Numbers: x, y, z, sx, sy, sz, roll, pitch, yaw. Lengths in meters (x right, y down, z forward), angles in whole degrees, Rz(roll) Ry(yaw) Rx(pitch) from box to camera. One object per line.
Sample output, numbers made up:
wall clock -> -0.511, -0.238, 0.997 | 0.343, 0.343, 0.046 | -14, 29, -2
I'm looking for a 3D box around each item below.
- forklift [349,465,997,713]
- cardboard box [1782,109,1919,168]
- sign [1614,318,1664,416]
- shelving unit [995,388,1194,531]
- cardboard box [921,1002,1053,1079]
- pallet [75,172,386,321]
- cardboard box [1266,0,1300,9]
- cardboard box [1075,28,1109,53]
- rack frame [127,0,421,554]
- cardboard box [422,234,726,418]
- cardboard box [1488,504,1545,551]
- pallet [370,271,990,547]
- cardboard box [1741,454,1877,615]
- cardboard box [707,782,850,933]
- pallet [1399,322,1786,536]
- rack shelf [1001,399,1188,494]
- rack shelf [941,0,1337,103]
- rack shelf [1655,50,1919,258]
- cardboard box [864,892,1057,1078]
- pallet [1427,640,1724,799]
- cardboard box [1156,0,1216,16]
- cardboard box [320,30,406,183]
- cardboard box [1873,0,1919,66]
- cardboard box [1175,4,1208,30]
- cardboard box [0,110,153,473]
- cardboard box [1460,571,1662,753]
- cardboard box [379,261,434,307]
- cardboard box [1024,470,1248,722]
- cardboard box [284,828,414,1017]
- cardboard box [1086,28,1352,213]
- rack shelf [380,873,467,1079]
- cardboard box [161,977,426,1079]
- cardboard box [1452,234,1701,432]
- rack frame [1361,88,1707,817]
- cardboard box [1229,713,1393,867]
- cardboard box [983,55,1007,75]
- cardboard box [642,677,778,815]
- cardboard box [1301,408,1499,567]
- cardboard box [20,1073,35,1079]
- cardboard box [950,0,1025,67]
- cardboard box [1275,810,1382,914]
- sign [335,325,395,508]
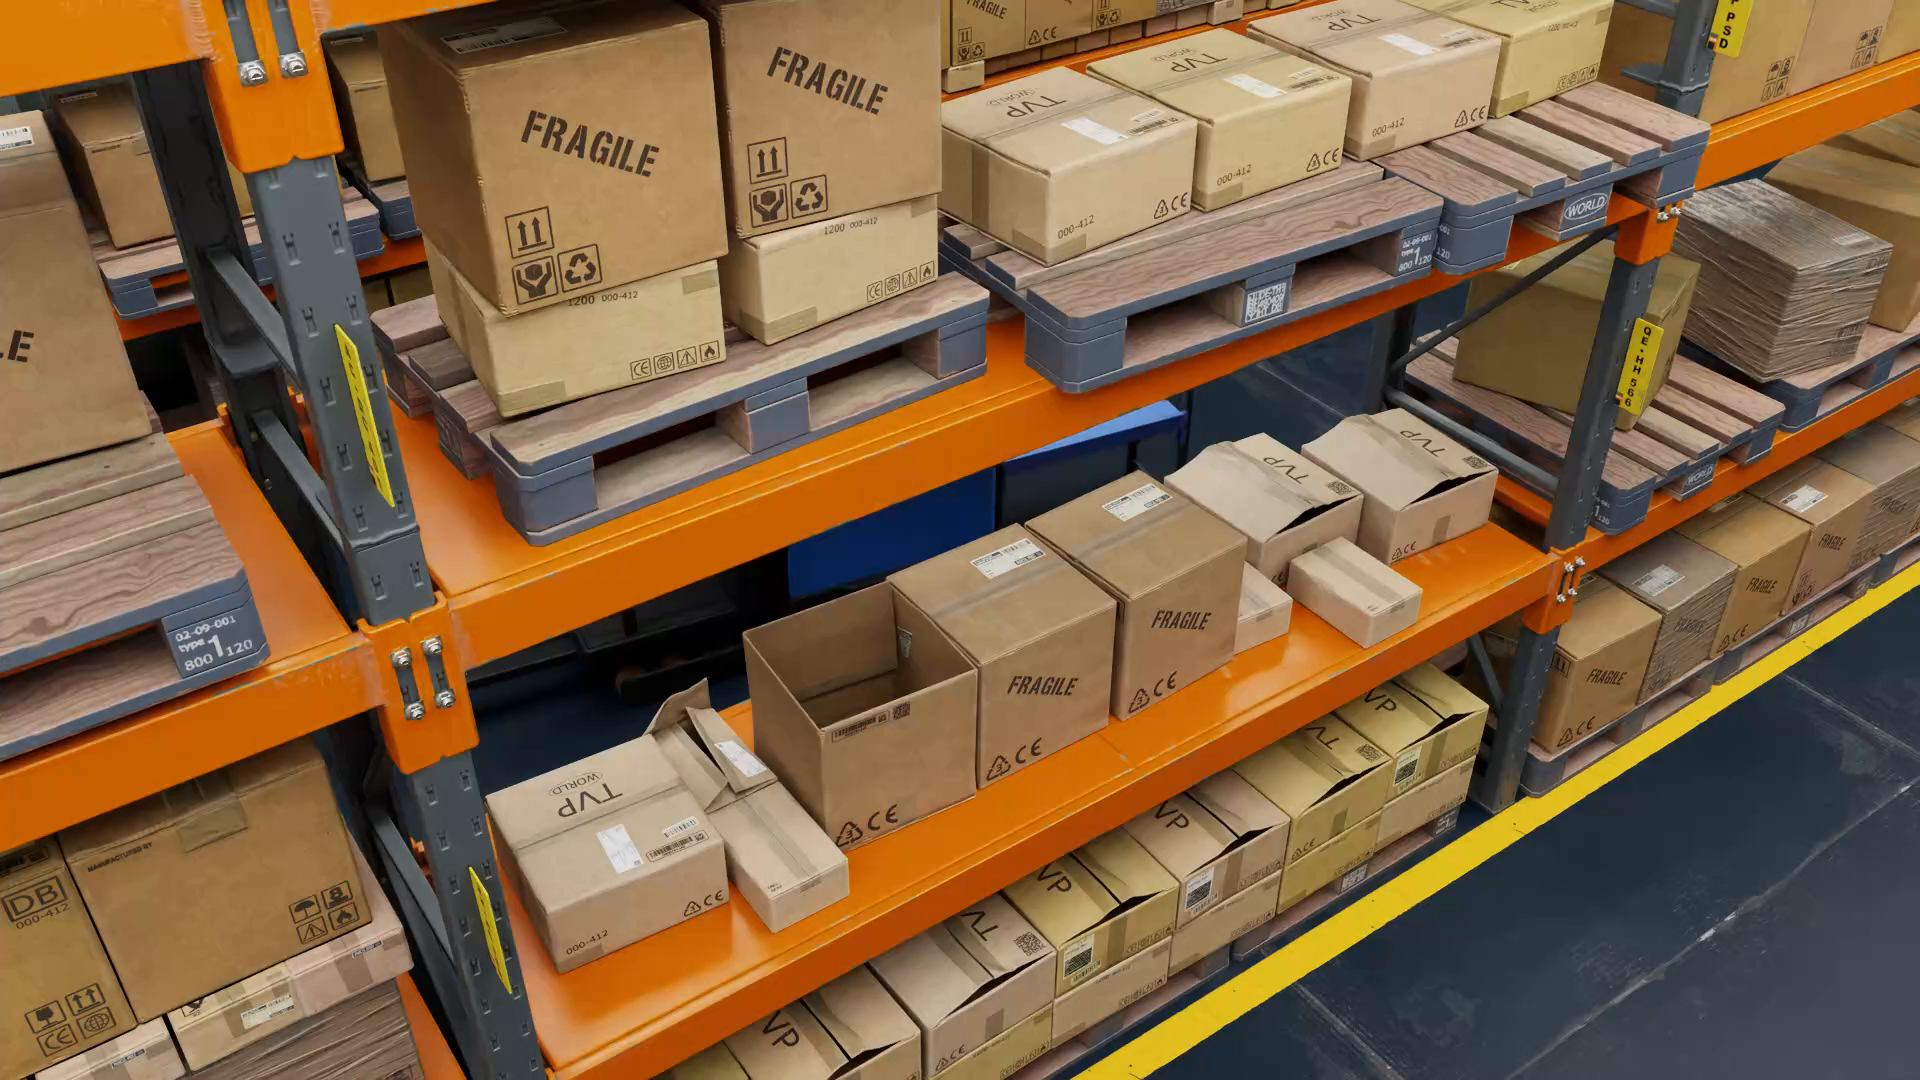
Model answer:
forklift -> -1.379, -0.831, 6.895 | 3.031, 2.935, 1.130 | -16, 39, -21
cardboard box -> 4.140, -1.605, 7.467 | 0.500, 0.500, 0.700 | -16, 39, -21
sign -> 2.235, -0.569, 5.480 | 0.005, 0.325, 0.100 | -22, 41, -28
shelving unit -> 0.533, -0.694, 7.931 | 1.048, 1.500, 0.538 | -16, 39, -21
cardboard box -> -0.044, 1.565, 5.501 | 0.500, 0.250, 0.500 | -24, 42, -29
pallet -> -3.505, -1.490, 7.916 | 1.213, 0.211, 1.003 | -22, 41, -28
cardboard box -> 2.019, -3.632, 10.929 | 0.250, 0.149, 0.380 | -22, 41, -27
cardboard box -> 0.706, -3.153, 10.263 | 0.250, 0.149, 0.380 | -22, 41, -28
rack frame -> -1.357, -1.452, 2.562 | 0.127, 3.000, 1.000 | -22, 41, -28
cardboard box -> -0.848, -0.547, 3.641 | 0.500, 0.250, 0.500 | -18, 39, -23
cardboard box -> 2.542, 0.047, 7.379 | 0.500, 0.500, 0.500 | -21, 41, -26
pallet -> -0.644, -0.460, 3.915 | 1.217, 0.209, 0.805 | -24, 42, -30
cardboard box -> 3.710, -0.066, 7.537 | 0.500, 0.500, 0.500 | -24, 42, -29
cardboard box -> -0.515, 0.885, 4.666 | 0.250, 0.149, 0.380 | -22, 41, -28
pallet -> 2.426, -0.546, 6.604 | 1.003, 0.211, 1.213 | -22, 41, -28
rack shelf -> 0.533, -0.548, 8.036 | 1.000, 0.185, 0.538 | -16, 39, -21
rack shelf -> 0.691, -3.106, 10.616 | 4.000, 0.370, 1.077 | -22, 41, -28
rack shelf -> 3.547, -1.961, 6.454 | 4.000, 0.370, 1.077 | -22, 41, -28
cardboard box -> -0.041, 1.341, 5.332 | 0.500, 0.311, 0.500 | -24, 42, -29
pallet -> 2.545, 0.537, 7.323 | 1.213, 0.211, 1.003 | -22, 41, -28
cardboard box -> 1.266, -3.623, 10.361 | 0.500, 0.500, 0.500 | -22, 41, -28
cardboard box -> -2.797, -2.175, 8.243 | 0.500, 0.500, 0.700 | -17, 39, -22
cardboard box -> 3.092, -2.130, 5.988 | 0.500, 0.500, 0.910 | -22, 41, -28
cardboard box -> 1.362, -3.399, 10.605 | 0.250, 0.149, 0.380 | -22, 41, -28
cardboard box -> -1.921, -0.459, 3.185 | 0.500, 0.500, 0.500 | -19, 40, -24
cardboard box -> 2.449, 0.457, 6.809 | 0.500, 0.500, 0.500 | -21, 41, -26
cardboard box -> -2.841, -1.430, 8.791 | 0.500, 0.250, 0.500 | -24, 42, -29
cardboard box -> 0.550, 0.169, 5.360 | 0.500, 0.500, 0.500 | -25, 42, -30
cardboard box -> -1.456, 0.873, 3.826 | 0.250, 0.149, 0.380 | -22, 41, -28
cardboard box -> 0.682, -1.138, 4.463 | 0.500, 0.250, 0.500 | -23, 42, -29
rack shelf -> -2.992, 1.948, 3.589 | 4.000, 0.370, 1.077 | -22, 41, -28
cardboard box -> -1.716, 1.095, 4.073 | 0.500, 0.500, 0.700 | -24, 42, -29
cardboard box -> 2.362, -0.839, 6.402 | 0.700, 0.500, 0.500 | 23, 41, 28
rack frame -> 1.912, -0.362, 6.185 | 0.127, 3.000, 1.000 | -22, 41, -28
cardboard box -> 1.205, 0.827, 6.045 | 0.500, 0.311, 0.500 | -23, 42, -29
cardboard box -> 0.070, -2.905, 9.918 | 0.250, 0.149, 0.380 | -23, 42, -28
cardboard box -> -0.744, 0.654, 4.886 | 0.258, 0.266, 0.396 | -23, 42, -29
cardboard box -> 1.590, -0.225, 6.070 | 0.500, 0.311, 0.500 | -20, 40, -25
cardboard box -> -2.086, 1.133, 3.464 | 0.250, 0.149, 0.380 | -22, 41, -28
cardboard box -> 0.034, -3.108, 9.644 | 0.500, 0.500, 0.500 | -21, 41, -26
cardboard box -> 1.204, 1.052, 6.214 | 0.500, 0.250, 0.500 | -23, 42, -28
sign -> -1.036, -0.212, 2.897 | 0.005, 0.325, 0.100 | -22, 41, -28
